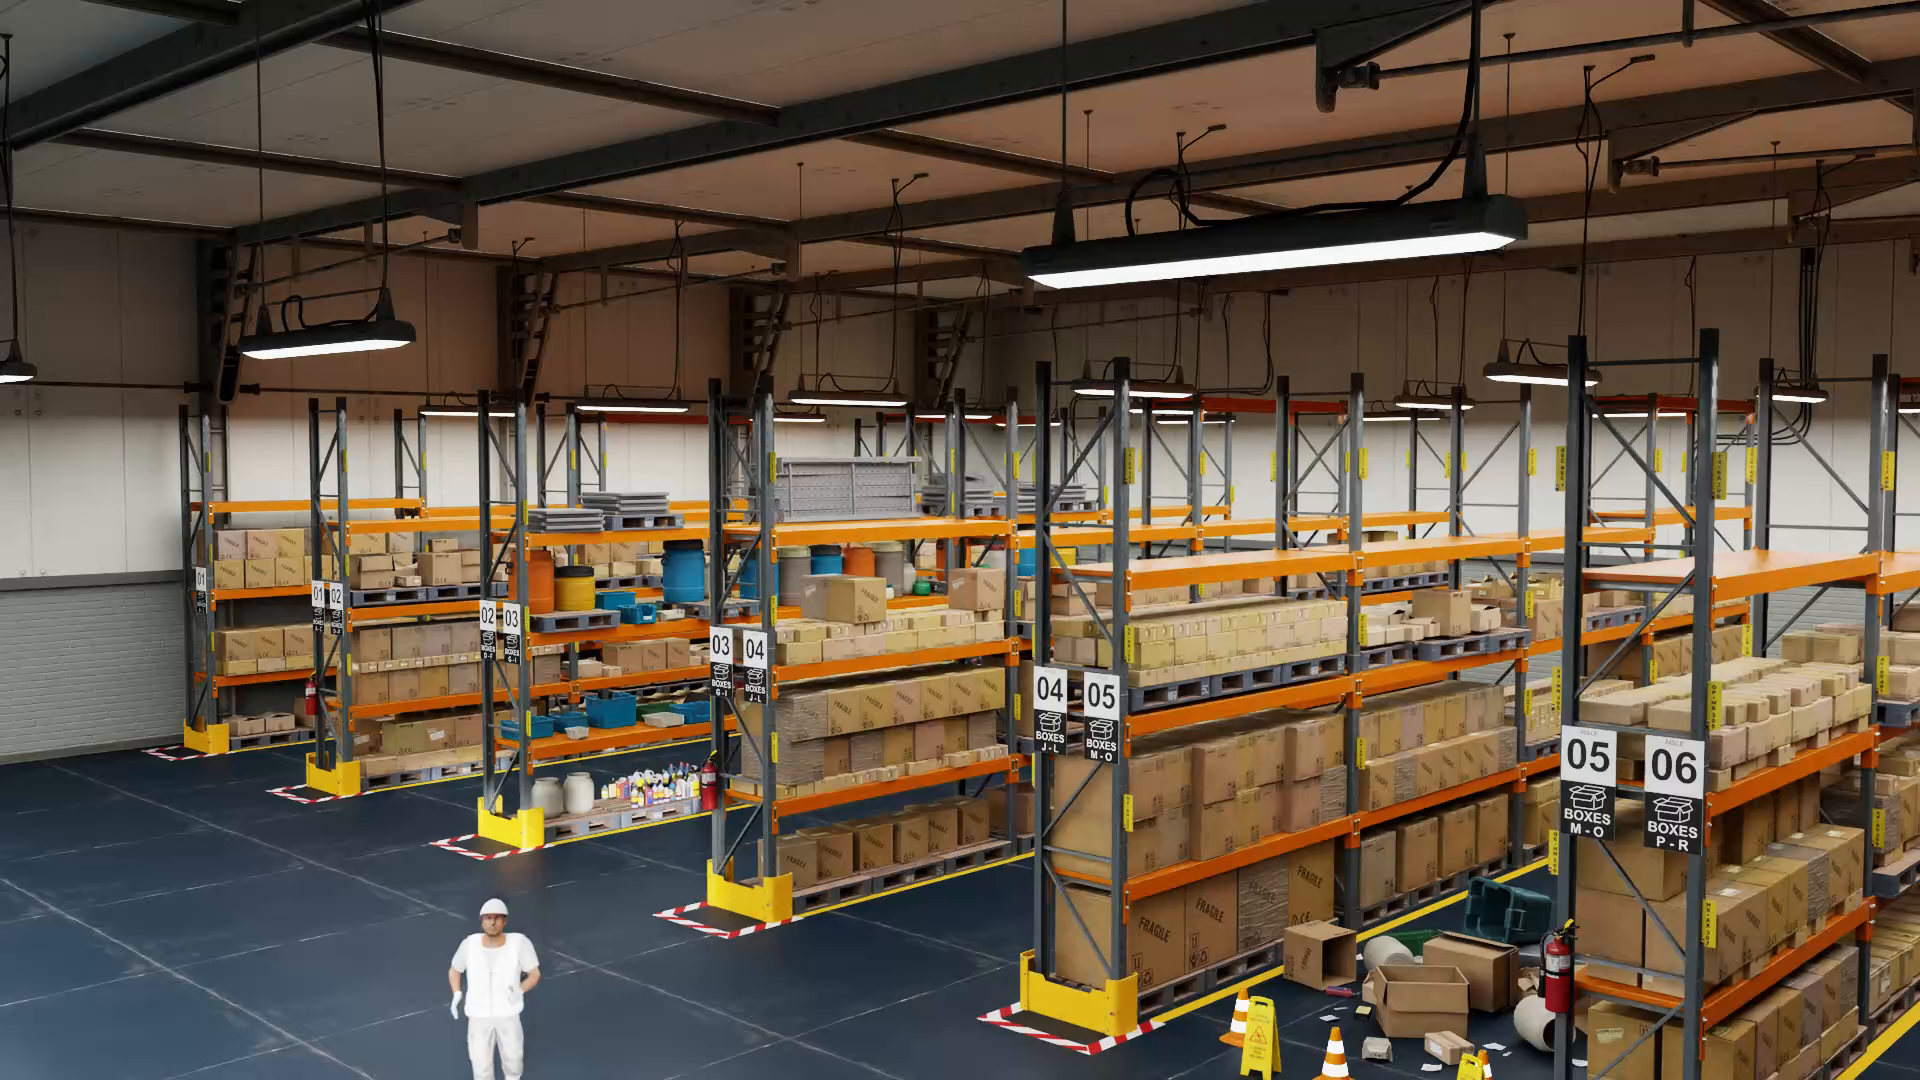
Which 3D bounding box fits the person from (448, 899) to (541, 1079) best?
[{"bbox_3d":[-3.568,3.619,12.739,0.696,1.748,0.818,-1,3,-10],"label":"person"}]
